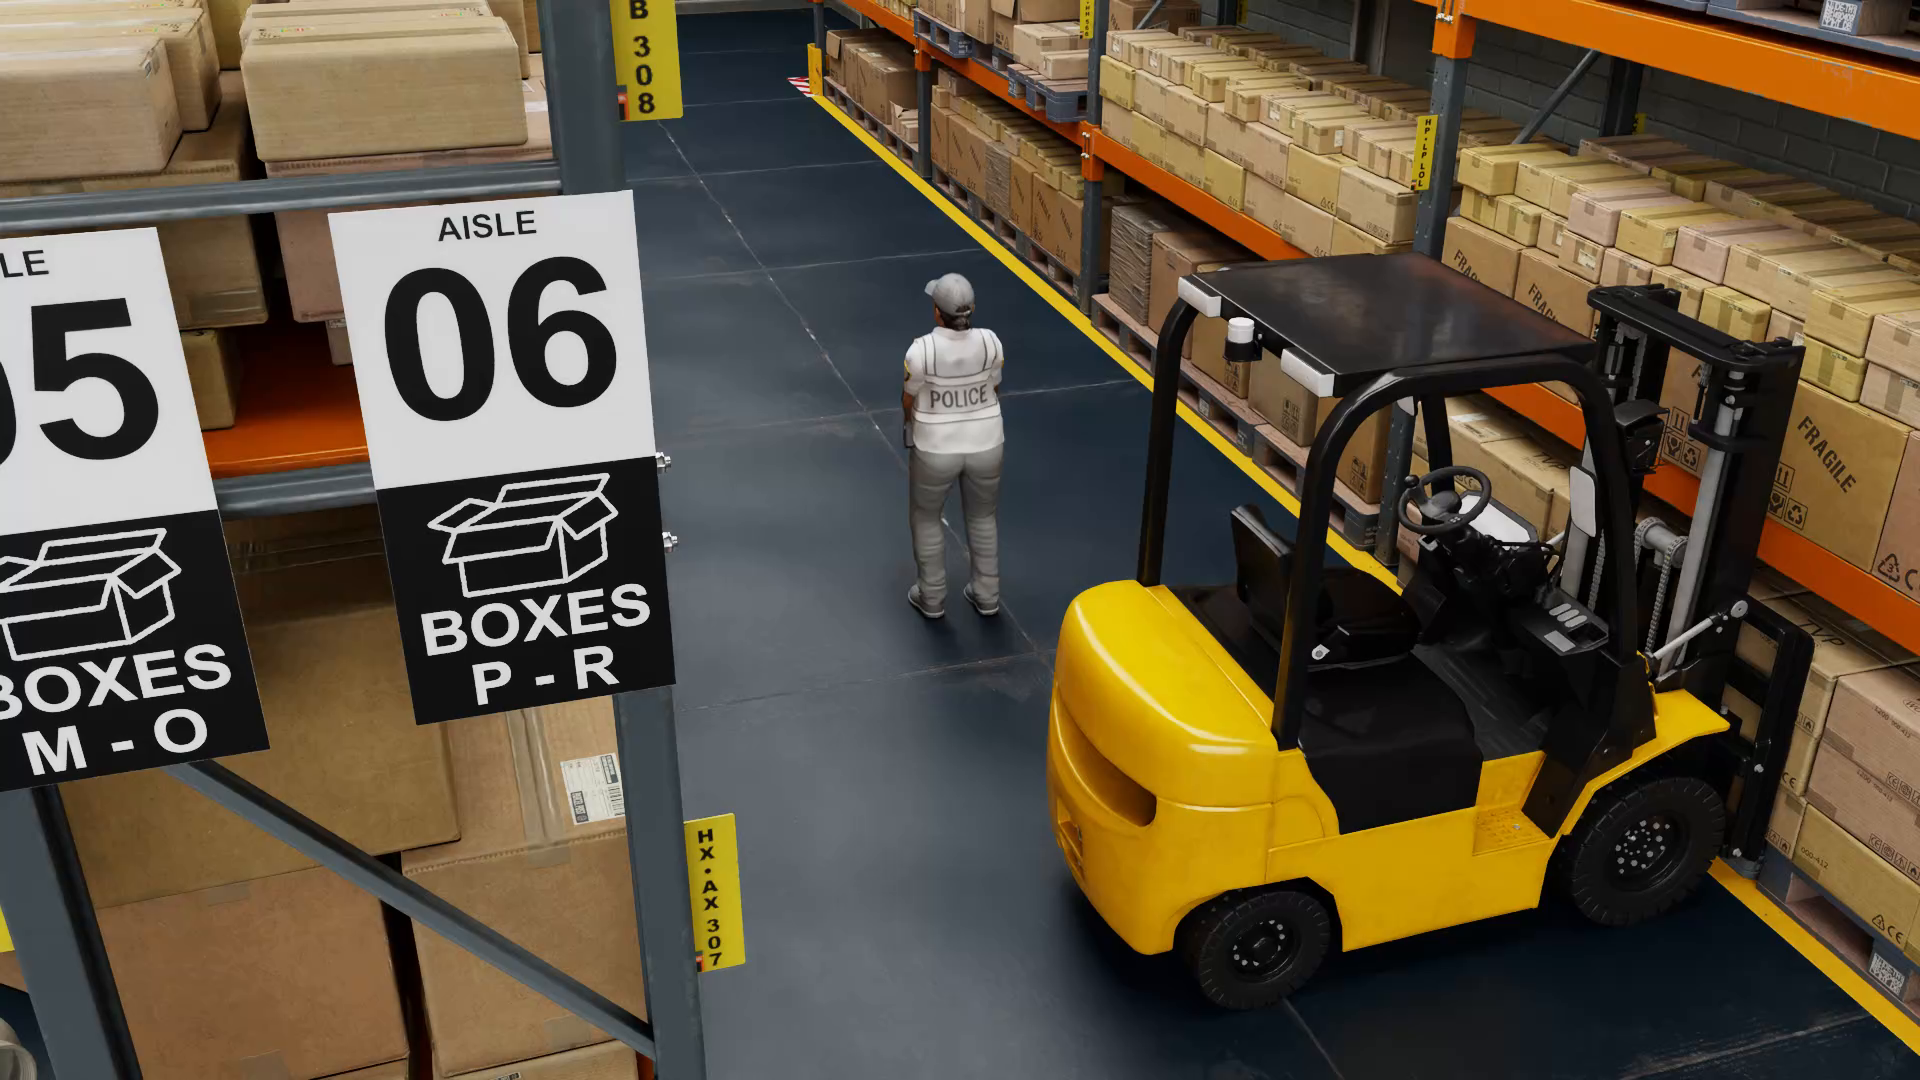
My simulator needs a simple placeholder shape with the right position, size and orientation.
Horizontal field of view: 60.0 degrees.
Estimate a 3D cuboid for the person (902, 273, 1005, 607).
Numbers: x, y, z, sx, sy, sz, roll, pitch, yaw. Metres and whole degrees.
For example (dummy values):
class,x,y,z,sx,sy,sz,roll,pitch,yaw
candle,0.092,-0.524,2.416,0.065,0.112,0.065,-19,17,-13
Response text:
class,x,y,z,sx,sy,sz,roll,pitch,yaw
person,-0.046,-0.466,7.480,0.444,1.584,0.534,-8,28,-16
